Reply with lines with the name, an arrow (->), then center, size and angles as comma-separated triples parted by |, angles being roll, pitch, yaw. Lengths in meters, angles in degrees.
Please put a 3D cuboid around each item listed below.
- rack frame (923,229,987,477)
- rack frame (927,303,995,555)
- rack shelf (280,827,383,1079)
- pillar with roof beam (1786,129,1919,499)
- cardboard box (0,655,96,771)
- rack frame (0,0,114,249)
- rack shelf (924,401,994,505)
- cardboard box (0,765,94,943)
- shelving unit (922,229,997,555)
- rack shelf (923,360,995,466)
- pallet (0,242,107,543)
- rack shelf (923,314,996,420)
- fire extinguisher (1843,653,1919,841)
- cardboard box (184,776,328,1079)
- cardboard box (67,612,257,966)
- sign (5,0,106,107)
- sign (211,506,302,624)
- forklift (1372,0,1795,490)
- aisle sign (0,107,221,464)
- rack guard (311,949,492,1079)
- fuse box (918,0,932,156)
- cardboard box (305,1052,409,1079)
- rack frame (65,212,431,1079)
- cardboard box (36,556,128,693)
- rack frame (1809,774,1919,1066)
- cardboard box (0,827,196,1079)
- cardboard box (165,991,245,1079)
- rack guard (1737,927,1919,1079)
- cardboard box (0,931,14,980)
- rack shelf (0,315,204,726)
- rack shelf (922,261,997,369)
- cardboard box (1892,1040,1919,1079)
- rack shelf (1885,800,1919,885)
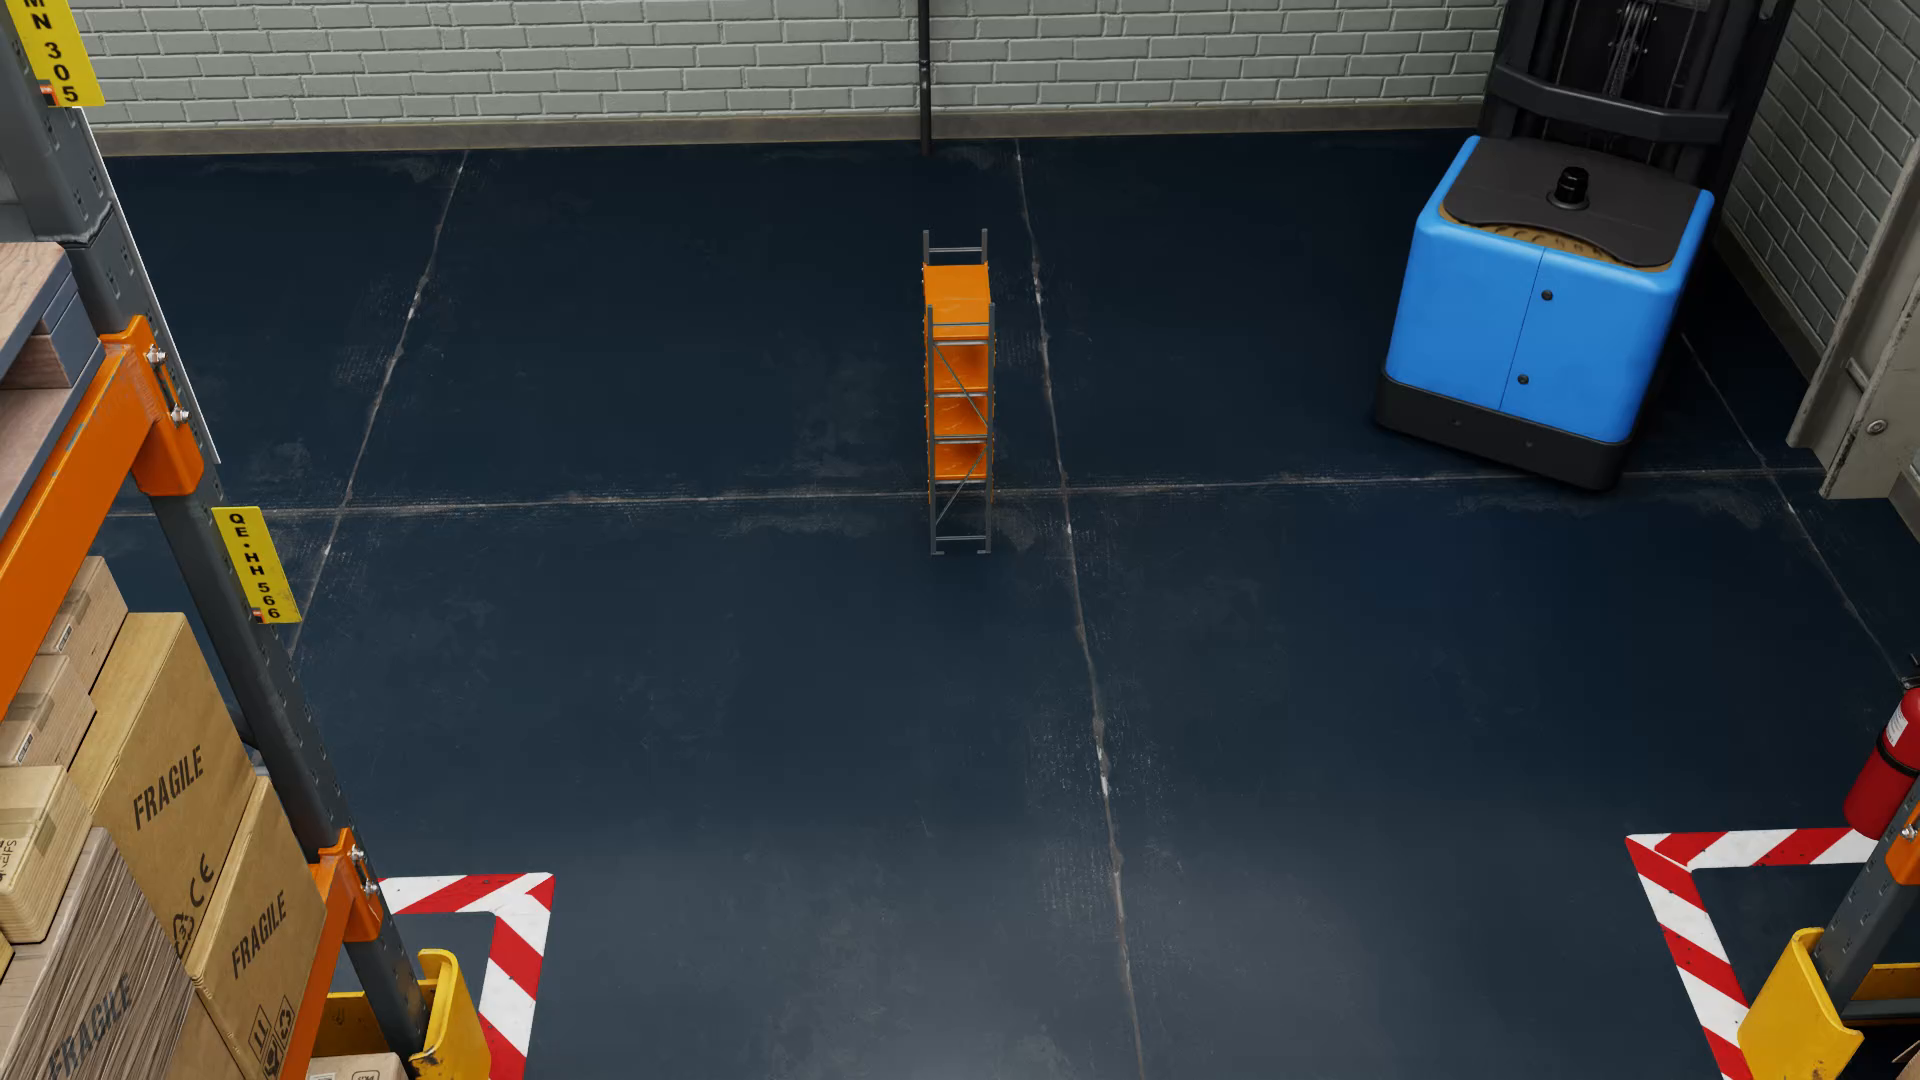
rack frame -> -0.017, -0.719, 6.646 | 0.240, 1.200, 0.015 | -2, 43, -2
rack frame -> 0.003, -0.389, 6.287 | 0.240, 1.200, 0.015 | -2, 43, -2
rack shelf -> -1.912, 2.191, 2.672 | 1.077, 0.370, 4.000 | -2, 43, -2
pillar with roof beam -> -0.553, -3.503, 3.912 | 9.100, 9.000, 0.400 | -2, 43, -2
cardboard box -> -1.747, 0.339, 2.867 | 0.380, 0.149, 0.250 | -1, 43, -1
rack frame -> -1.997, -1.636, 1.875 | 1.000, 3.000, 0.127 | -2, 43, -2
rack shelf -> -0.007, -0.358, 6.646 | 0.258, 0.148, 0.480 | -2, 43, -2
cardboard box -> -1.652, 0.511, 2.679 | 0.380, 0.149, 0.250 | -2, 43, -2
shelving unit -> -0.007, -0.554, 6.466 | 0.258, 1.200, 0.503 | -2, 43, -2
rack shelf -> -0.007, -0.504, 6.512 | 0.258, 0.148, 0.480 | -2, 43, -2
pallet -> -1.955, 0.003, 2.372 | 1.003, 0.211, 1.213 | -2, 43, -2
rack shelf -> -0.007, -0.669, 6.361 | 0.258, 0.148, 0.480 | -2, 43, -2
fire extinguisher -> 2.494, 0.511, 4.306 | 0.296, 0.674, 0.183 | -2, 43, -2
cardboard box -> -1.712, 0.857, 3.521 | 0.500, 0.500, 0.500 | -1, 43, -2
cardboard box -> -1.739, 0.489, 3.182 | 0.500, 0.500, 0.500 | 0, 43, 0
sign -> -1.454, -0.833, 2.622 | 0.100, 0.325, 0.005 | -2, 43, -2
sign -> -1.454, 0.056, 3.437 | 0.100, 0.325, 0.005 | -2, 43, -2
forklift -> 2.935, -2.277, 7.065 | 1.130, 2.935, 3.031 | 20, 46, 20
aisle sign -> -1.690, -0.440, 3.086 | 0.394, 0.787, 0.004 | -2, 43, -2
rack guard -> -1.998, 1.481, 4.764 | 1.175, 0.500, 0.348 | -2, 43, -2
fuse box -> -0.155, -2.717, 8.448 | 0.539, 1.711, 0.414 | -2, 43, -2
cardboard box -> -1.869, 1.808, 4.143 | 0.875, 0.438, 0.875 | -3, 43, -3
rack frame -> -1.997, 0.576, 3.902 | 1.000, 3.000, 0.127 | -2, 43, -2
cardboard box -> -1.782, 0.168, 3.053 | 0.380, 0.149, 0.250 | -1, 43, -1
rack frame -> 2.962, 0.431, 4.060 | 1.000, 3.000, 0.127 | -2, 43, -2
cardboard box -> -1.687, 0.841, 2.798 | 0.500, 0.500, 0.500 | -2, 43, -2
cardboard box -> -1.706, 1.196, 3.151 | 0.500, 0.500, 0.500 | -2, 43, -3
rack guard -> 2.965, 1.404, 4.848 | 1.175, 0.500, 0.348 | -2, 43, -2
cardboard box -> -1.682, 0.682, 2.492 | 0.380, 0.149, 0.250 | -1, 43, -1
rack shelf -> -1.912, 1.086, 1.658 | 1.077, 0.370, 4.000 | -2, 43, -2
rack shelf -> -0.007, -0.844, 6.201 | 0.258, 0.148, 0.480 | -2, 43, -2
cardboard box -> 2.893, 1.612, 4.308 | 0.797, 0.503, 0.637 | -3, 43, -3
rack shelf -> 3.047, 2.046, 2.830 | 1.077, 0.370, 4.000 | -2, 43, -2
